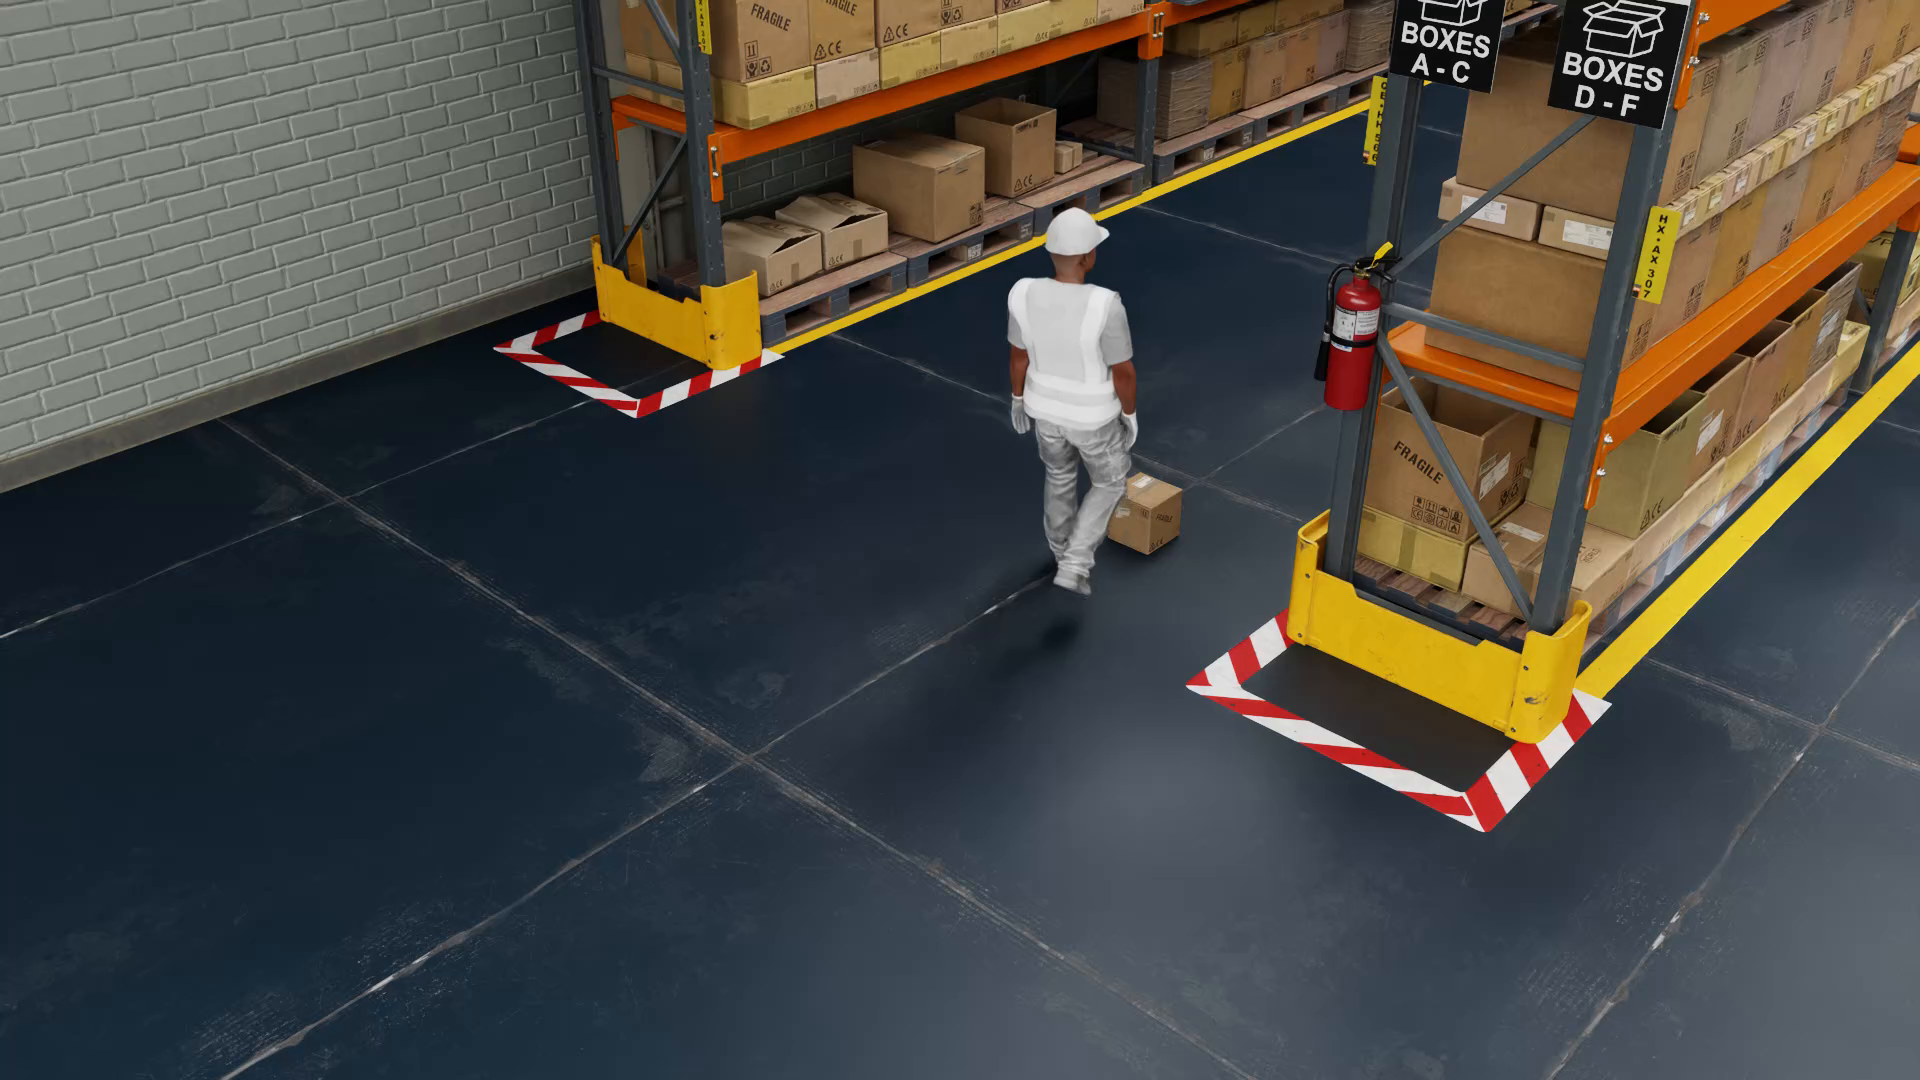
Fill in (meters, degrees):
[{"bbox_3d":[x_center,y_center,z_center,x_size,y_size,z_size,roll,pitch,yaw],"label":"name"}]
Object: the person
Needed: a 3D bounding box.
[{"bbox_3d":[0.493,-0.572,7.059,0.584,1.770,0.779,16,35,25],"label":"person"}]
